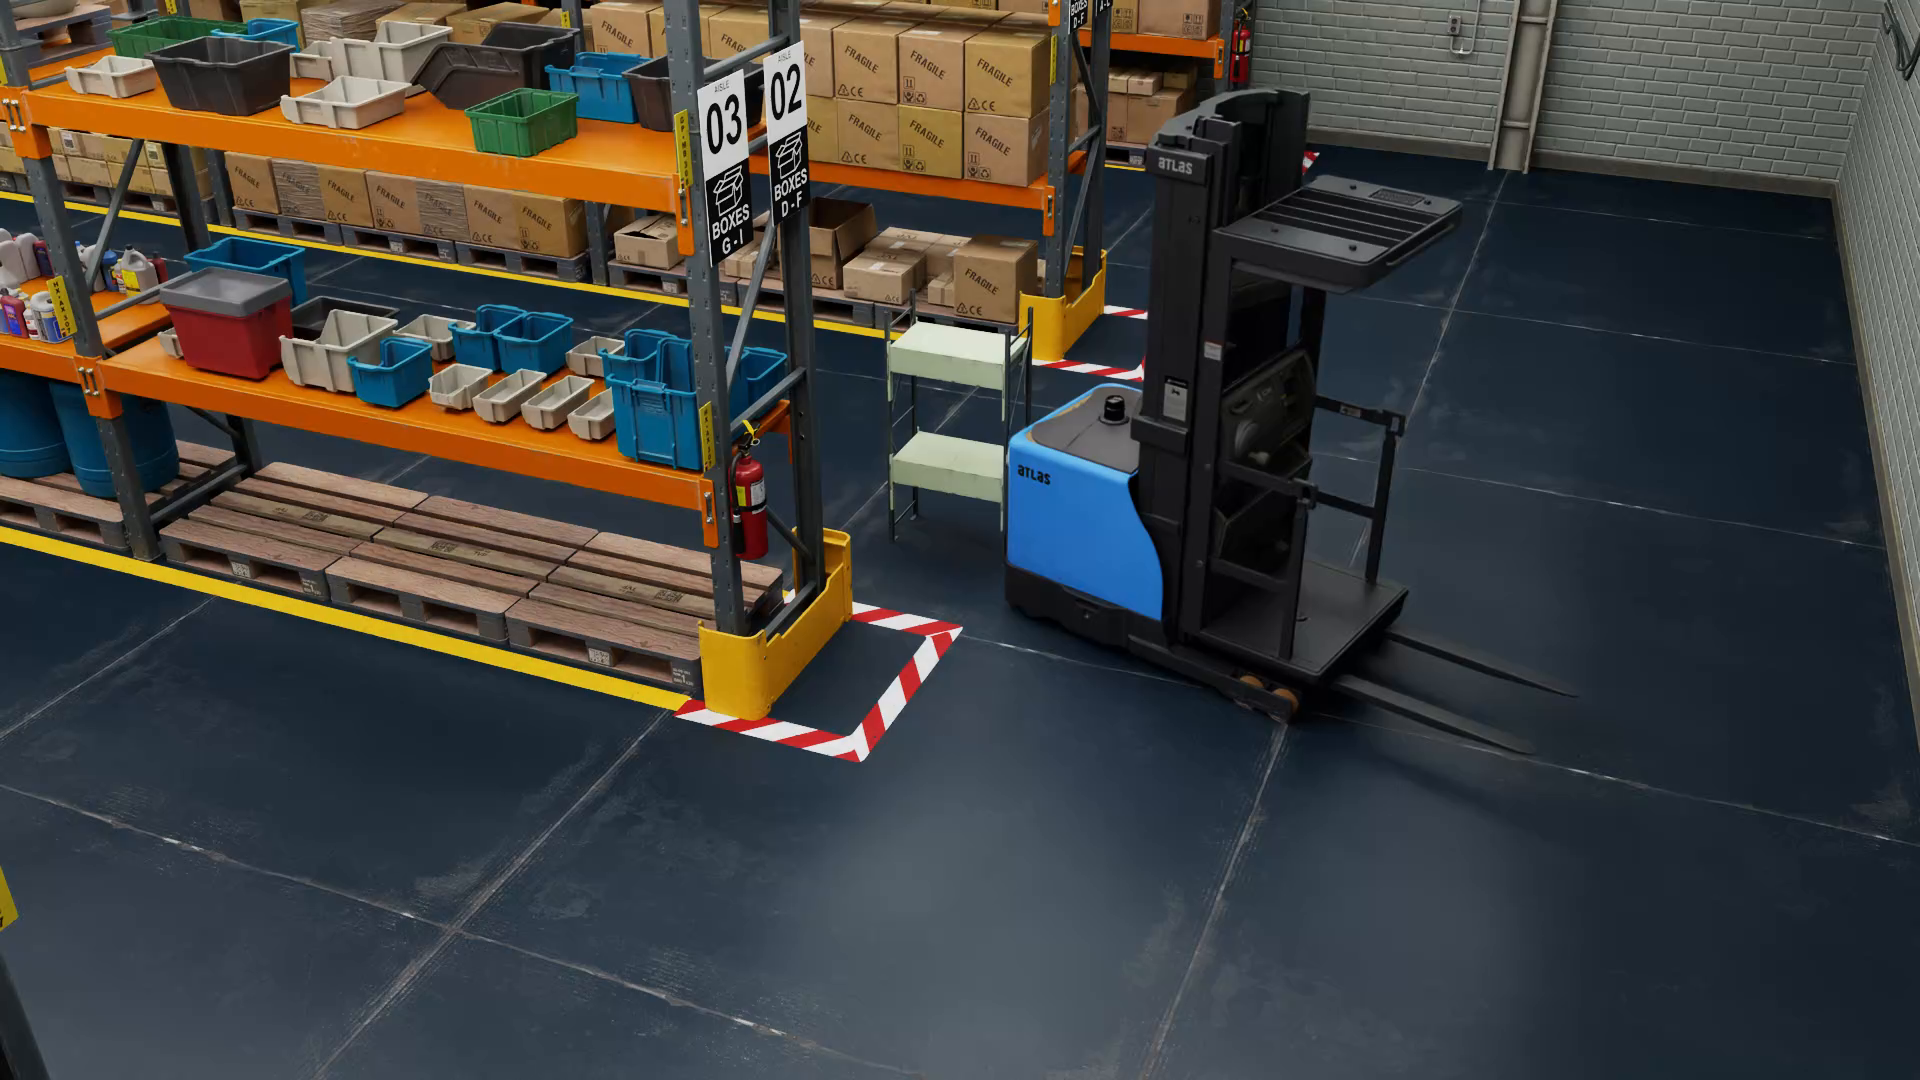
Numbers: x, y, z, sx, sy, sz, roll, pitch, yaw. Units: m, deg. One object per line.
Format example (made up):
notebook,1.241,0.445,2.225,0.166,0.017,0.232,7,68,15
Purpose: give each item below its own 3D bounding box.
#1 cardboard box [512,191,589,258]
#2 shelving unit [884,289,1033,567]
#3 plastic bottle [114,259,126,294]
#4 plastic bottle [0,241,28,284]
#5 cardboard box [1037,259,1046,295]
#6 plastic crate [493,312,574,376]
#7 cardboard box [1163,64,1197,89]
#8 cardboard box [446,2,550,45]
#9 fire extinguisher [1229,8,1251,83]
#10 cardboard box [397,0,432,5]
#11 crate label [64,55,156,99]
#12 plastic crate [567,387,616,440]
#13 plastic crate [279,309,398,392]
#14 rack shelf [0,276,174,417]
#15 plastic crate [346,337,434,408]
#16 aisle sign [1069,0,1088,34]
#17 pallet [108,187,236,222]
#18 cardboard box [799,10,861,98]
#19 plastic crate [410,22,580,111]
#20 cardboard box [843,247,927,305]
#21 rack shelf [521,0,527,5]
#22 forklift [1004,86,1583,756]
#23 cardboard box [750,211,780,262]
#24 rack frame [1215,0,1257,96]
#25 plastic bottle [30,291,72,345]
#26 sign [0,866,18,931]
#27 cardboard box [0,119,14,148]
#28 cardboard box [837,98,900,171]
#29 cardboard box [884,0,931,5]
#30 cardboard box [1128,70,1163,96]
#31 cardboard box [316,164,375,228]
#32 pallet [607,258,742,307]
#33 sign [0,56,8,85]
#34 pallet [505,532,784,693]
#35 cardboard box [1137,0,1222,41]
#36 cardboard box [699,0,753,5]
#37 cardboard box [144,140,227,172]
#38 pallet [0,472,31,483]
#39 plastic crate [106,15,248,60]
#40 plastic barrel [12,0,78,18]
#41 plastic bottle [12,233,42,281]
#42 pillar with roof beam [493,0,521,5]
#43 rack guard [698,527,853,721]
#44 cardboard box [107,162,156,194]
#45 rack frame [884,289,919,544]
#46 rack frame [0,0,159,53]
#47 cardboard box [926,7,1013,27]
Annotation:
cardboard box,-3.398,-2.727,14.031,0.500,0.500,0.500,11,31,19
shelving unit,-0.006,-0.654,9.794,0.755,1.500,0.431,11,31,19
plastic bottle,-5.115,-1.619,10.179,0.097,0.201,0.097,0,29,0
plastic bottle,-5.899,-1.713,10.269,0.135,0.276,0.152,11,31,19
cardboard box,0.615,-2.108,13.293,0.250,0.149,0.380,11,31,19
plastic crate,-2.317,-1.058,9.094,0.300,0.233,0.416,11,31,19
cardboard box,2.238,-4.712,16.903,0.250,0.149,0.380,12,31,19
cardboard box,-3.849,-4.178,13.976,0.500,0.500,0.700,17,33,27
fire extinguisher,2.699,-4.748,15.971,0.183,0.674,0.296,11,31,19
cardboard box,-6.350,-6.429,19.818,0.500,0.250,0.500,11,31,19
crate label,-4.354,-2.374,8.533,0.466,0.136,0.293,11,31,19
plastic crate,-1.816,-0.645,8.461,0.243,0.136,0.396,11,31,19
plastic crate,-3.353,-1.014,8.966,0.530,0.282,0.437,11,31,19
rack shelf,-6.552,-1.462,10.431,4.000,0.370,1.077,11,31,19
plastic crate,-2.991,-0.882,8.782,0.300,0.233,0.416,11,31,19
aisle sign,0.822,-3.903,11.376,0.004,0.787,0.394,11,31,19
pallet,-7.287,-3.360,15.891,1.213,0.211,1.003,11,31,19
cardboard box,-1.069,-3.641,12.437,0.500,0.500,0.500,12,32,21
plastic crate,-2.304,-2.352,8.289,0.767,0.338,0.504,11,31,19
cardboard box,-0.592,-2.096,13.168,0.500,0.250,0.500,11,31,19
rack shelf,-6.534,-6.720,19.732,4.000,0.370,1.077,11,31,19
forklift,1.728,-0.642,8.318,3.031,2.935,1.130,21,35,32
cardboard box,-1.503,-2.570,13.944,0.500,0.311,0.500,11,31,19
rack frame,2.733,-5.183,16.282,0.127,3.000,1.000,11,31,19
plastic bottle,-5.185,-1.277,9.498,0.135,0.276,0.152,11,31,19
sign,-2.640,0.930,4.508,0.005,0.325,0.100,11,31,19
cardboard box,-9.015,-3.993,15.975,0.500,0.311,0.500,10,31,17
cardboard box,-0.586,-3.115,12.522,0.500,0.500,0.500,12,31,20
cardboard box,-0.477,-5.946,17.327,0.700,0.700,0.980,12,32,20
cardboard box,1.859,-4.584,16.678,0.250,0.149,0.380,11,31,19
cardboard box,-5.275,-3.103,14.696,0.500,0.500,0.500,11,31,18
pallet,-2.197,-2.322,14.055,1.213,0.211,1.003,11,31,19
sign,-4.907,-2.465,8.416,0.005,0.325,0.100,11,31,19
pallet,-1.742,0.378,9.278,1.213,0.211,1.003,11,31,19
cardboard box,2.256,-5.403,16.367,0.700,0.700,0.980,13,32,21
cardboard box,-1.791,-4.073,13.201,0.500,0.500,0.500,11,31,18
cardboard box,-7.117,-3.618,15.312,0.500,0.311,0.500,12,32,20
pallet,-6.532,-0.578,10.970,1.213,0.211,1.003,11,31,19
plastic crate,-4.192,-2.679,9.019,0.662,0.188,0.450,11,31,19
plastic barrel,-5.092,-3.165,9.099,0.433,0.535,0.433,0,29,0
plastic bottle,-5.842,-1.782,10.392,0.135,0.276,0.152,11,31,19
pillar with roof beam,-7.178,-7.946,15.075,0.400,9.000,9.100,11,31,19
rack guard,-0.965,0.421,8.908,0.348,0.500,1.175,11,31,19
cardboard box,-7.597,-3.469,15.618,0.500,0.250,0.500,11,31,19
rack frame,-0.345,-0.722,9.914,0.023,1.500,0.400,11,31,19
rack frame,-4.699,-4.017,8.123,0.127,3.000,1.000,11,31,19
cardboard box,0.074,-3.698,12.537,0.500,0.500,0.500,12,31,20
